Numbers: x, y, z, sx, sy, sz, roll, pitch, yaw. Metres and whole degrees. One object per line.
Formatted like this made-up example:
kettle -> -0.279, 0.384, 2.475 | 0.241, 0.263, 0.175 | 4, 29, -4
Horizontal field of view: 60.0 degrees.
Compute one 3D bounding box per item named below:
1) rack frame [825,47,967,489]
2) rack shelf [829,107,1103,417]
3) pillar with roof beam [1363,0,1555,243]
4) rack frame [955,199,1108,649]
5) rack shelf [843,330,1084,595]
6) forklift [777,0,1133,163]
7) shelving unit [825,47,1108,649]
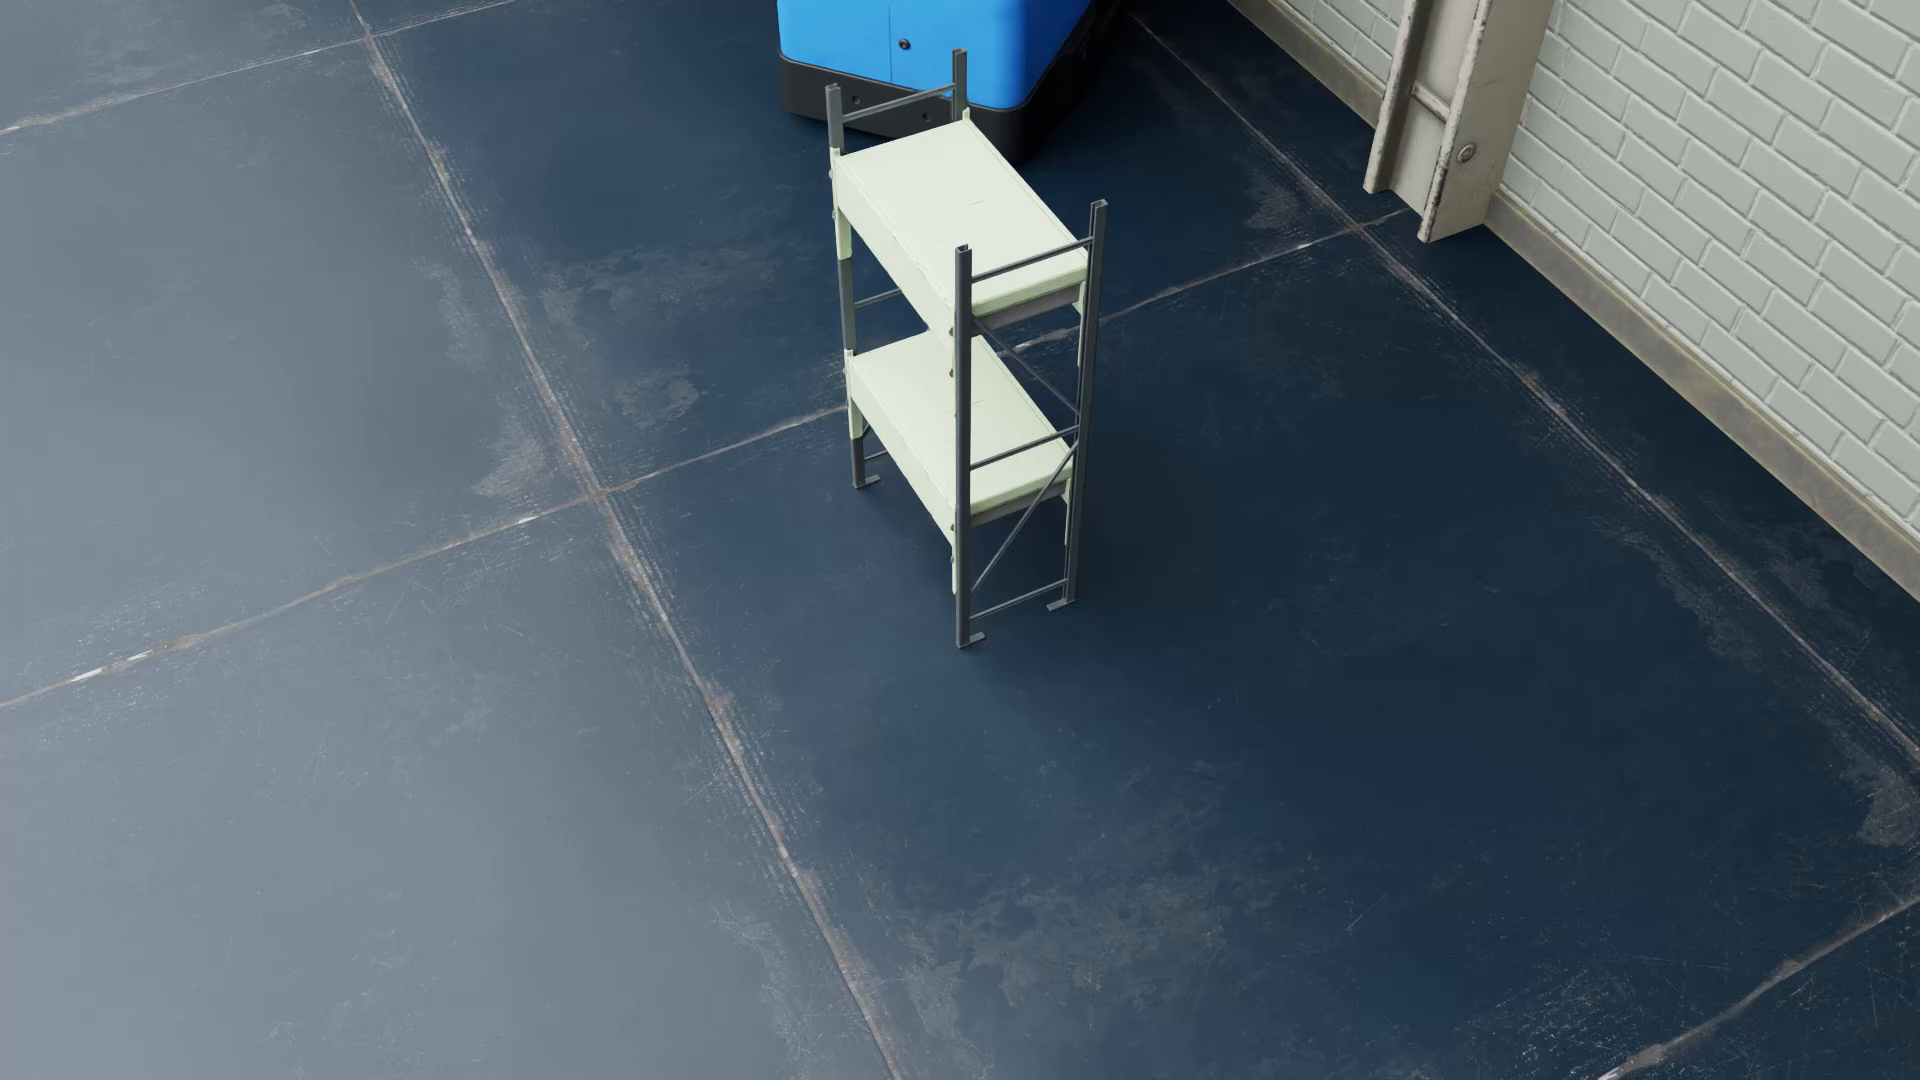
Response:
rack frame -> -0.164, -0.734, 4.896 | 0.400, 1.500, 0.023 | -21, 52, -18
rack shelf -> 0.003, -0.746, 4.388 | 0.431, 0.370, 0.720 | -21, 52, -18
pillar with roof beam -> -2.041, -2.773, 1.697 | 9.100, 9.000, 0.400 | -21, 52, -18
rack frame -> 0.171, -0.244, 4.467 | 0.400, 1.500, 0.023 | -21, 52, -18
rack shelf -> 0.003, -0.275, 4.927 | 0.431, 0.370, 0.720 | -21, 52, -18
forklift -> 0.314, -3.549, 6.407 | 1.130, 2.935, 3.031 | 17, 51, 15
shelving unit -> 0.003, -0.489, 4.682 | 0.431, 1.500, 0.755 | -21, 52, -18
